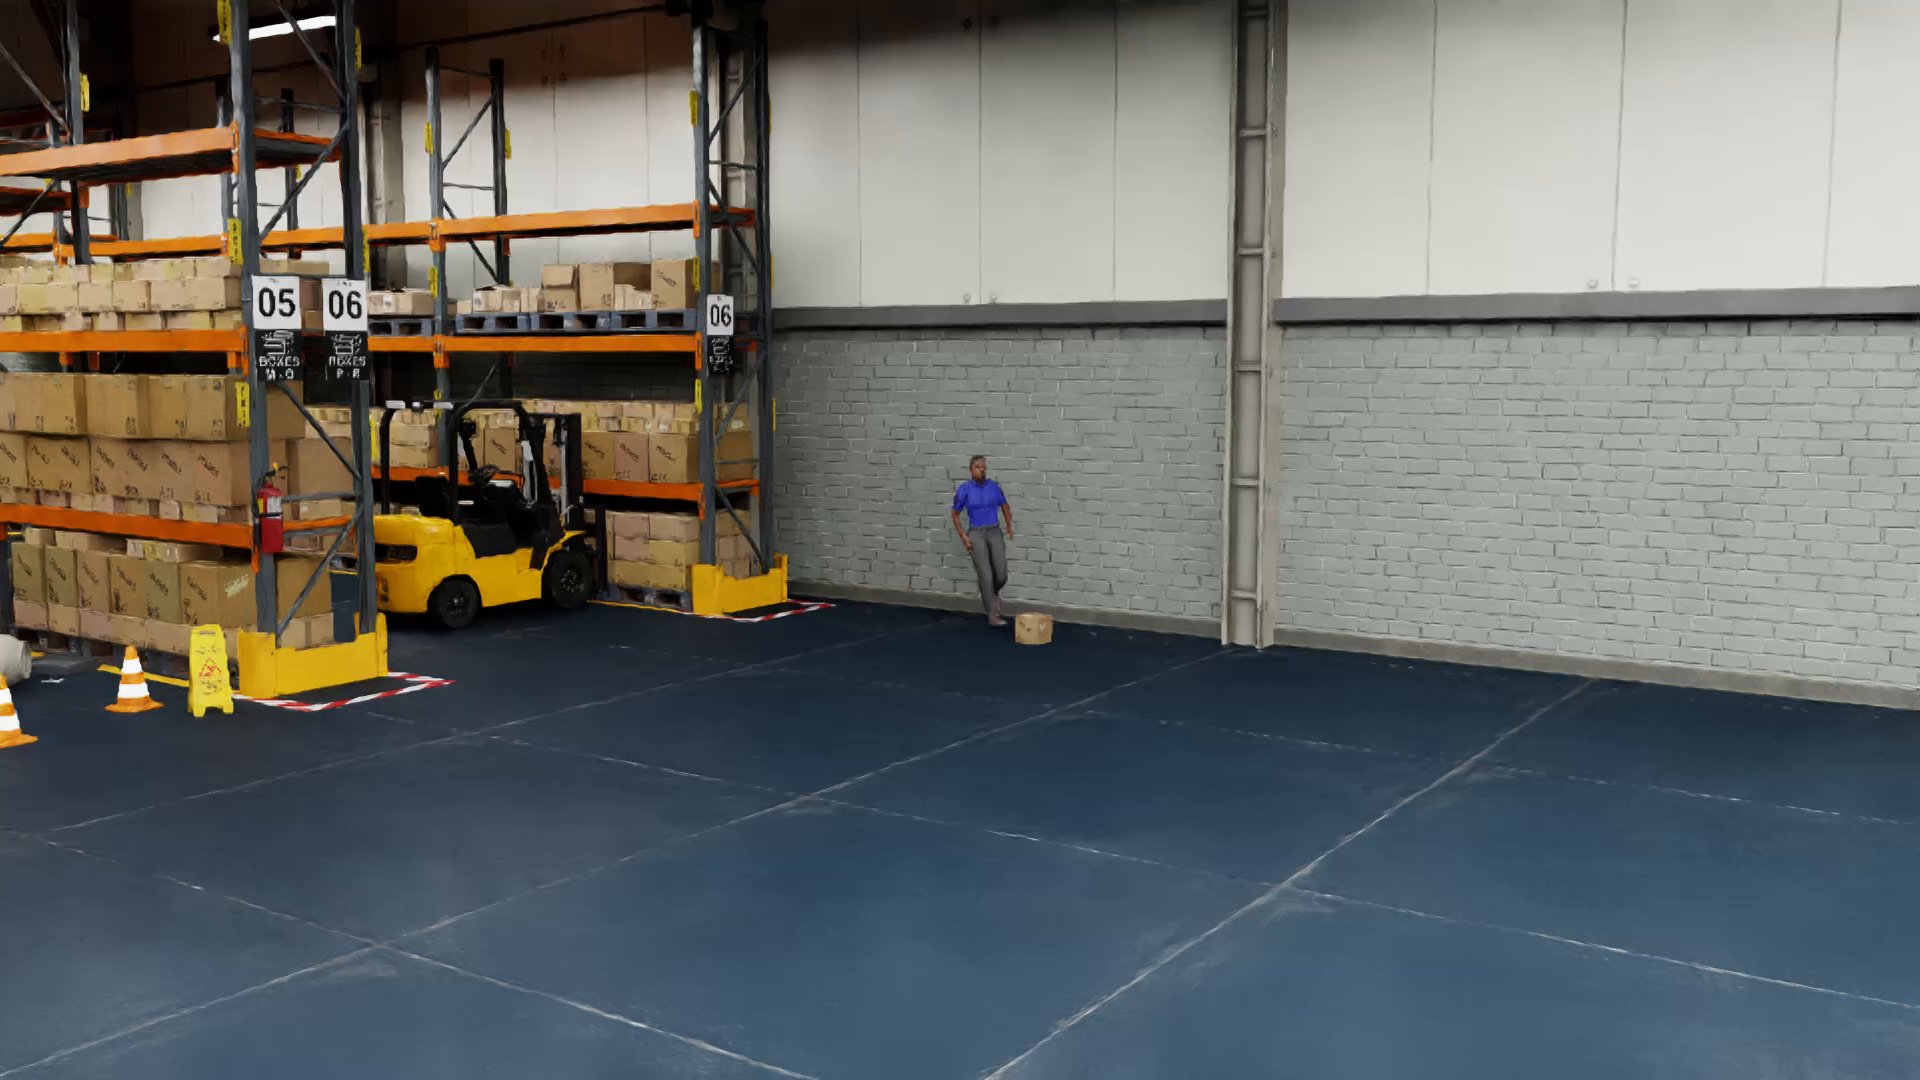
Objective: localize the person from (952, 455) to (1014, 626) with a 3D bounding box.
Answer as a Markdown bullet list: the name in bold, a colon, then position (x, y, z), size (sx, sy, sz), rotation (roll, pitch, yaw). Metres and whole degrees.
- **person**: position (0.215, -0.003, 16.083), size (0.586, 1.618, 0.720), rotation (-2, 7, -16)
